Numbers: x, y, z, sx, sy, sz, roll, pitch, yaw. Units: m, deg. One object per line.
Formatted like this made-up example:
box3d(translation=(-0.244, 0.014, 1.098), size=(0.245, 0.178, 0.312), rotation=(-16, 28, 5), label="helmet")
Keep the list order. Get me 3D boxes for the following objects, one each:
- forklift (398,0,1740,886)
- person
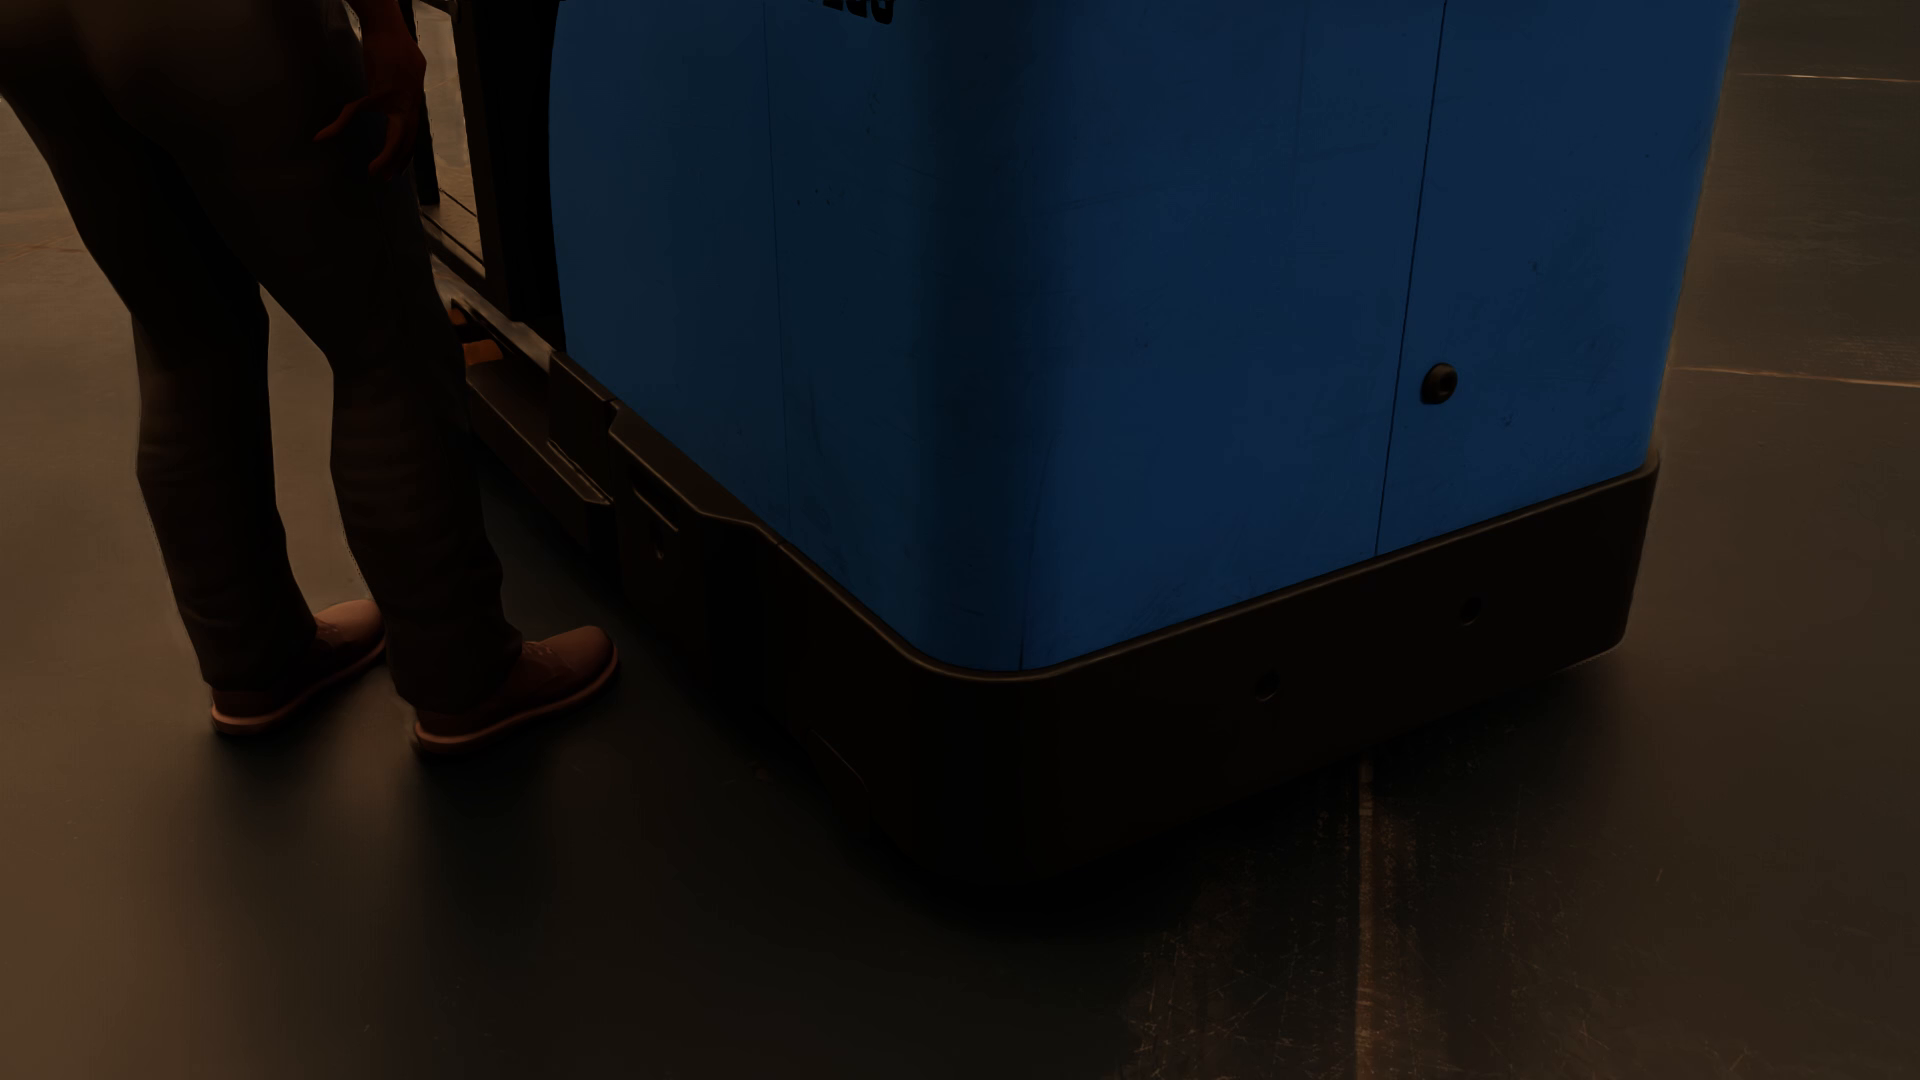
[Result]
box3d(translation=(-0.355, -1.584, 2.386), size=(1.130, 2.935, 3.031), rotation=(-16, 31, -28), label="forklift")
box3d(translation=(-0.765, -0.536, 1.725), size=(0.561, 1.659, 0.448), rotation=(12, 29, 22), label="person")
